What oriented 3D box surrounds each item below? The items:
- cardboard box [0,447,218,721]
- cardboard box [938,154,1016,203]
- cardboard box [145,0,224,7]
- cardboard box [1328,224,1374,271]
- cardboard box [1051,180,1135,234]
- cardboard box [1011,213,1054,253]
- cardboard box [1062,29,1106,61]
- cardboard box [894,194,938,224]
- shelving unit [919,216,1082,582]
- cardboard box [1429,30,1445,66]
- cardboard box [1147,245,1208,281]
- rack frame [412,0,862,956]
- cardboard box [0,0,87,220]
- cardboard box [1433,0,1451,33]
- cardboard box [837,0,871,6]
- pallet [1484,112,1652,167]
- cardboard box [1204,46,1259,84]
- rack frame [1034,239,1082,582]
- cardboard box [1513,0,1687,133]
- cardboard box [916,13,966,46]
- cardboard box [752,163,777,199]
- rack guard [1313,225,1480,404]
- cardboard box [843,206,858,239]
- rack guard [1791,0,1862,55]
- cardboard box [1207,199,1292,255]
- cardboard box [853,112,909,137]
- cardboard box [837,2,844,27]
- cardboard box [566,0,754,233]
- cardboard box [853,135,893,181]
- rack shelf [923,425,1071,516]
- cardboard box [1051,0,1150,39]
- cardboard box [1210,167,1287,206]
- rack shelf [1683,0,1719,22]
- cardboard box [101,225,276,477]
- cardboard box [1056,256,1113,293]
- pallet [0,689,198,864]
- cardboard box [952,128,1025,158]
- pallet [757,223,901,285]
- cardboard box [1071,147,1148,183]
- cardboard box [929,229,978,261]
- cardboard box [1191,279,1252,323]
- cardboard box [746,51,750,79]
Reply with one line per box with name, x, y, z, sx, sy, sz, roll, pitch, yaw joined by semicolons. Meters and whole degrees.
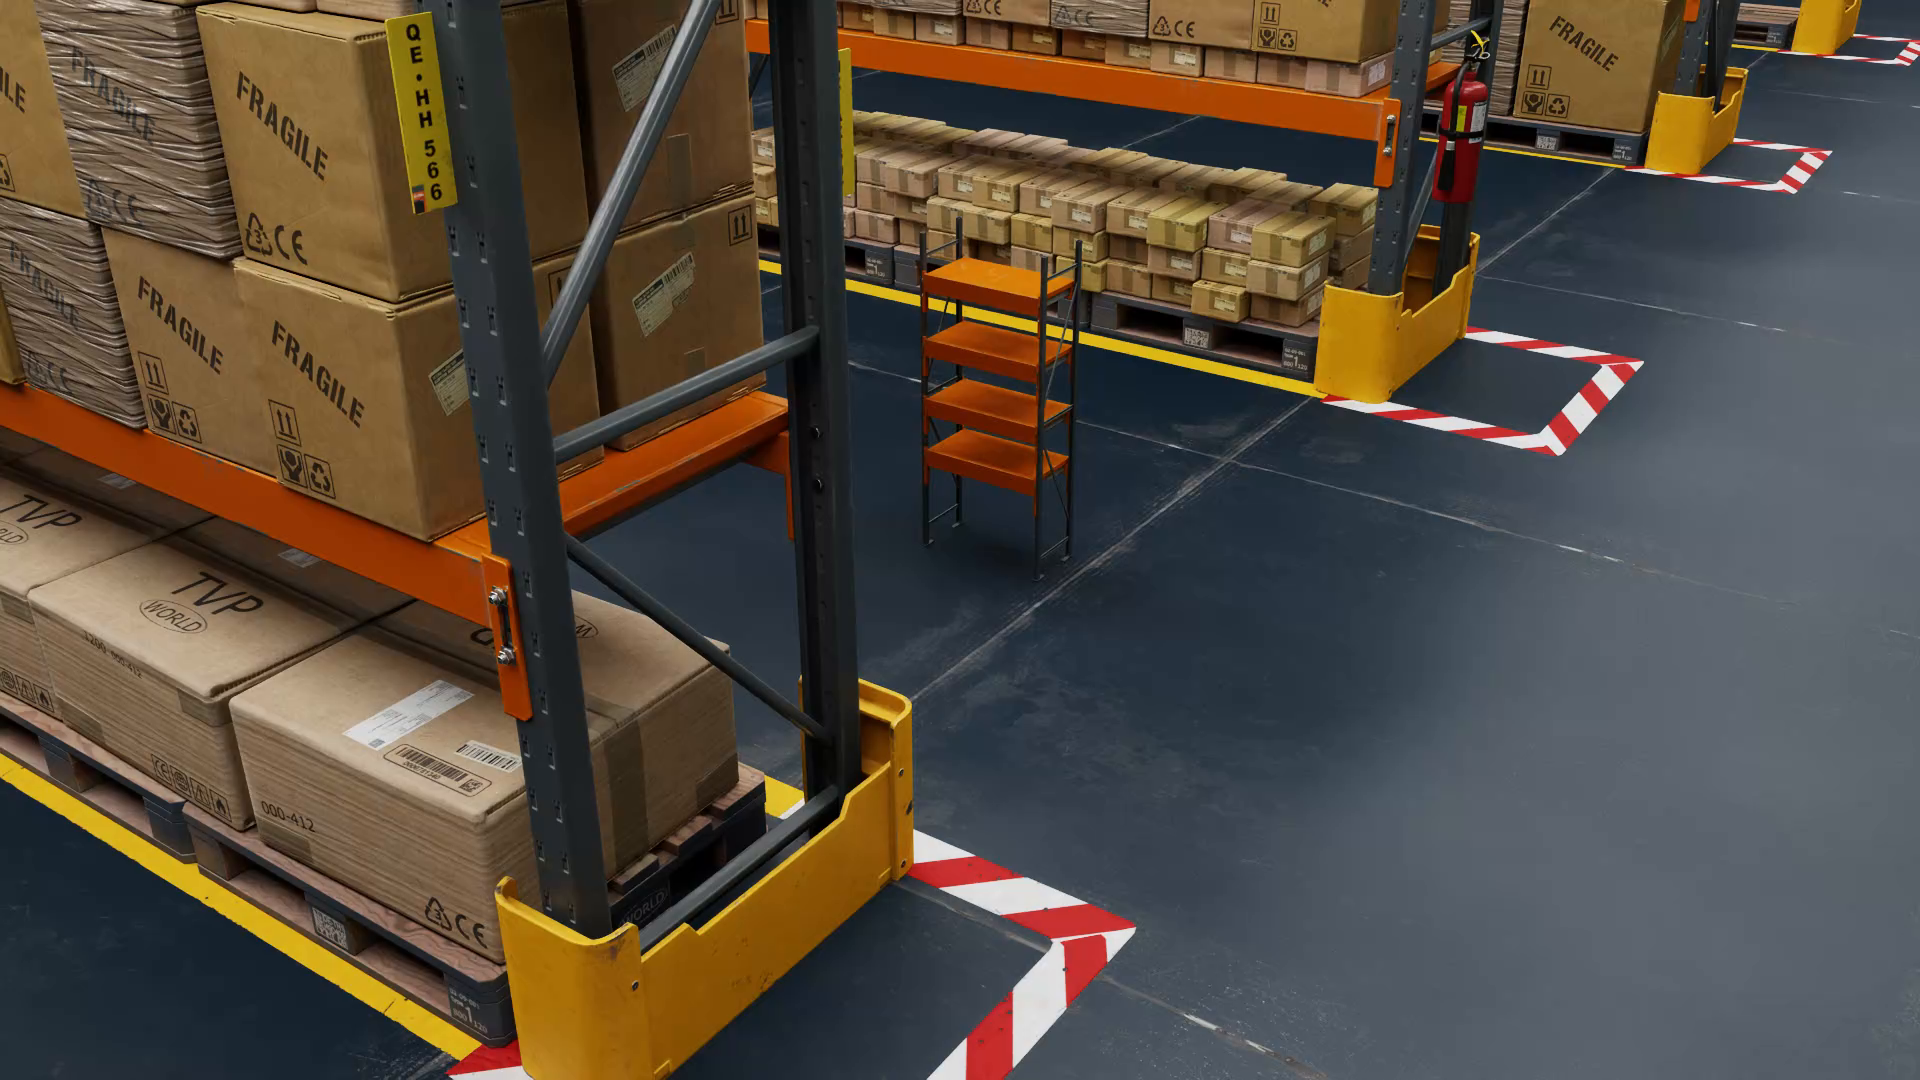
cardboard box;-2.694;0.058;5.191;0.875;0.438;0.875;16;31;29
cardboard box;0.090;-1.887;8.676;0.250;0.149;0.380;16;31;28
cardboard box;-1.484;-1.188;3.350;0.250;0.149;0.380;17;32;30
cardboard box;1.841;-1.457;8.158;0.250;0.149;0.380;19;32;32
cardboard box;0.657;-1.643;8.196;0.250;0.149;0.380;19;32;32
cardboard box;0.467;-1.589;8.417;0.250;0.149;0.380;19;33;33
cardboard box;0.687;-2.407;7.949;0.250;0.149;0.380;16;31;28
cardboard box;-0.137;-1.810;8.853;0.250;0.149;0.380;19;33;33
shelving unit;0.136;-0.492;5.894;0.503;1.200;0.258;17;32;30
cardboard box;2.046;-2.271;7.682;0.250;0.149;0.380;17;32;30
cardboard box;1.102;-1.388;8.022;0.250;0.149;0.380;16;31;28
rack frame;-0.592;-0.301;3.533;0.127;3.000;1.000;17;32;30
cardboard box;-1.977;-1.077;3.846;0.500;0.500;0.500;17;32;30
cardboard box;1.914;-2.573;7.560;0.500;0.500;0.500;19;33;33
cardboard box;-0.492;-3.036;8.470;0.500;0.500;0.500;17;32;30
pallet;4.316;-2.939;11.792;1.213;0.211;1.003;17;32;30
cardboard box;1.300;-2.180;7.503;0.250;0.149;0.380;17;32;30
rack frame;0.338;-0.430;5.771;0.015;1.200;0.240;17;32;30
cardboard box;4.446;-3.380;11.464;0.875;0.875;0.875;17;32;30
cardboard box;-0.008;-2.577;8.284;0.250;0.149;0.380;19;33;32
cardboard box;-1.052;-2.041;9.305;0.250;0.149;0.380;19;33;33
rack guard;2.065;-1.083;7.826;0.348;0.500;1.175;17;32;30
cardboard box;-0.598;-1.795;9.149;0.250;0.149;0.380;17;32;30
rack guard;7.851;-4.742;15.017;0.348;0.500;1.175;17;32;30
cardboard box;1.373;-1.486;7.887;0.250;0.149;0.380;18;32;31
cardboard box;-0.496;-2.341;9.568;0.250;0.149;0.380;18;32;31
cardboard box;-0.617;-2.810;8.741;0.250;0.149;0.380;16;31;28
cardboard box;-0.826;-1.021;3.736;0.500;0.500;0.500;17;31;29
cardboard box;-0.573;-2.081;9.056;0.250;0.149;0.380;17;31;30
rack shelf;0.136;-0.255;6.015;0.480;0.148;0.258;17;32;30
cardboard box;0.767;-2.634;7.681;0.500;0.500;0.500;17;32;30
cardboard box;1.458;-1.759;8.423;0.250;0.149;0.380;17;32;30
rack shelf;3.371;-4.199;11.986;4.000;0.370;1.077;17;32;30
cardboard box;-1.544;-0.505;3.824;0.500;0.500;0.500;17;31;29
cardboard box;0.681;-1.380;8.334;0.250;0.149;0.380;16;31;28
pallet;-2.296;0.453;5.128;1.213;0.211;1.003;17;32;30
cardboard box;0.159;-2.149;9.190;0.250;0.149;0.380;16;31;28
pallet;-0.596;-1.802;9.559;1.213;0.211;1.003;17;32;30
cardboard box;0.792;-1.951;8.801;0.250;0.149;0.380;18;32;31
cardboard box;0.041;-1.589;8.746;0.250;0.149;0.380;16;31;29
cardboard box;1.306;-1.179;7.940;0.250;0.149;0.380;18;32;32
cardboard box;-1.629;-2.900;10.108;0.500;0.250;0.500;16;31;28
